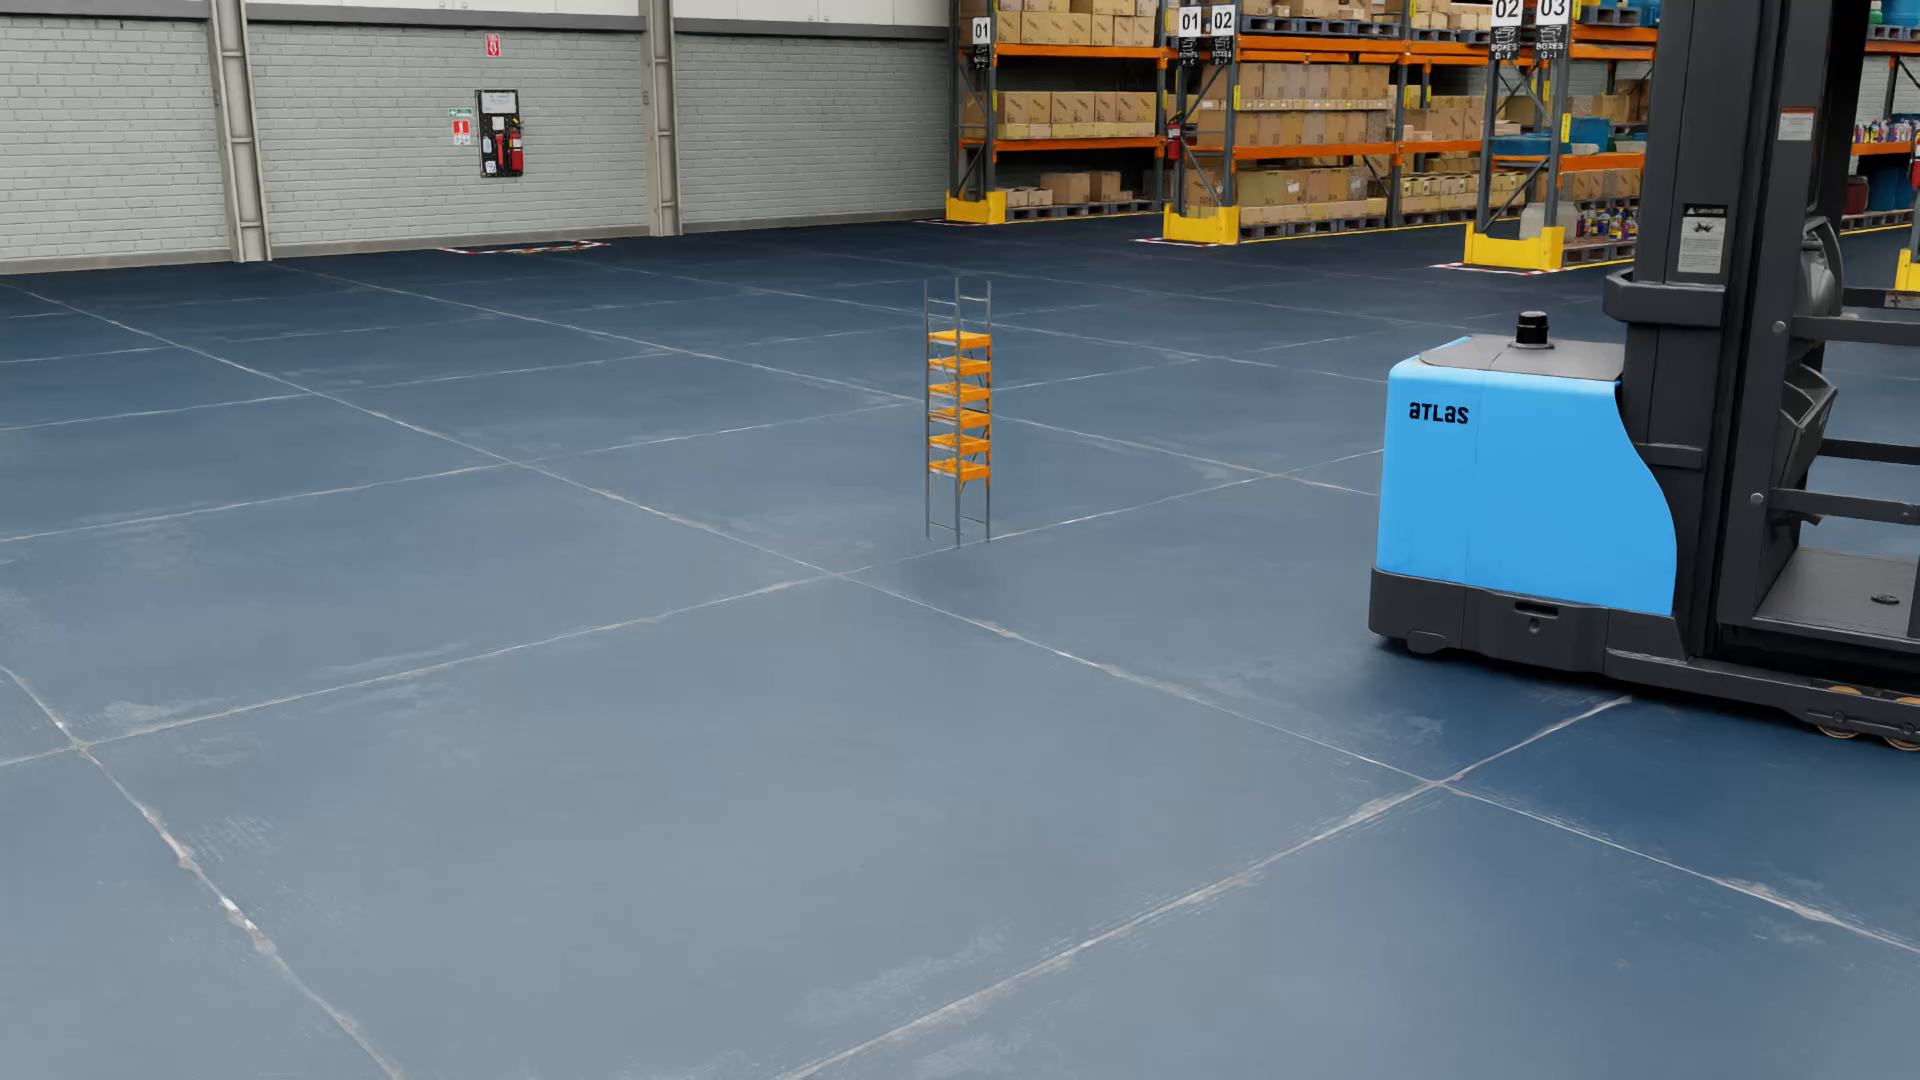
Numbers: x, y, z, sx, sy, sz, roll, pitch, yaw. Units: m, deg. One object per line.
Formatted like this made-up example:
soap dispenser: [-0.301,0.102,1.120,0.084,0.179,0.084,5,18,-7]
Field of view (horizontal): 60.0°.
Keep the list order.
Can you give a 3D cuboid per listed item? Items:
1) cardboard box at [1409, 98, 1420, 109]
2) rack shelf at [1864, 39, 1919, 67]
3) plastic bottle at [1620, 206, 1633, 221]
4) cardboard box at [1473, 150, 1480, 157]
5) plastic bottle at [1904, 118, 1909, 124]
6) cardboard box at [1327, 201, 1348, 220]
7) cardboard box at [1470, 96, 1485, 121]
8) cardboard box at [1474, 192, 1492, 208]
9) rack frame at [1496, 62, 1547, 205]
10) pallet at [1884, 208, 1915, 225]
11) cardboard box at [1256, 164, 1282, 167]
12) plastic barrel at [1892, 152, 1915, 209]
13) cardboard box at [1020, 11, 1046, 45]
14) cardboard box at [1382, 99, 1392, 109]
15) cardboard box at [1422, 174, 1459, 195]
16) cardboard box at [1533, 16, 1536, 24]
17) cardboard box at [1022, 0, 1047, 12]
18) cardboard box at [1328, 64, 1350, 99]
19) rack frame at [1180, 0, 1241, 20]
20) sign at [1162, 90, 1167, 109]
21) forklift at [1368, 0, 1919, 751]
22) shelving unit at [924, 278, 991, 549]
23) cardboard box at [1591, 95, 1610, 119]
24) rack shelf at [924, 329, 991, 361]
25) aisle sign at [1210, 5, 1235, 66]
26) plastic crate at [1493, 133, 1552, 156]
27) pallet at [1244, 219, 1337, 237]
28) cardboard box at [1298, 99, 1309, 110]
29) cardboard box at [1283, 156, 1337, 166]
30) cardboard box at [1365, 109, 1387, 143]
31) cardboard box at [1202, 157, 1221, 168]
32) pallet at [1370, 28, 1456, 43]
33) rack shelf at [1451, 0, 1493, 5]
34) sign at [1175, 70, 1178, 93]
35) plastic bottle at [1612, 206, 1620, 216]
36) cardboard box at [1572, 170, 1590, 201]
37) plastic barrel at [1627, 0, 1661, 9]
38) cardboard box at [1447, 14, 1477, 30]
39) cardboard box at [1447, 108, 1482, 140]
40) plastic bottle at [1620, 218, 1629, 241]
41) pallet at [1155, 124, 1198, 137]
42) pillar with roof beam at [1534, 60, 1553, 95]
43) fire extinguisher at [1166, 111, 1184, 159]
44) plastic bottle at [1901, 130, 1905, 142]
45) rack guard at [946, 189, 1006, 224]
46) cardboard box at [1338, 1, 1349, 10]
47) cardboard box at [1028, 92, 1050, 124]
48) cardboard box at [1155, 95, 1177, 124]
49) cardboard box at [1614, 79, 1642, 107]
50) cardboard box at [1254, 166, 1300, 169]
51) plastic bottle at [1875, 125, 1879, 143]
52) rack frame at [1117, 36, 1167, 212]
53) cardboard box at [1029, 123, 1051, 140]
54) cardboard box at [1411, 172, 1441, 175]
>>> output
cardboard box: [9.068,-8.812,34.119,0.500,0.500,0.500,-13,20,-40]
rack shelf: [14.245,-7.572,25.866,4.000,0.370,1.077,-13,19,-39]
plastic bottle: [8.932,-4.302,22.325,0.185,0.351,0.144,-13,19,-39]
cardboard box: [11.198,-8.518,36.599,0.250,0.149,0.380,-12,19,-39]
plastic bottle: [15.180,-6.594,26.719,0.185,0.351,0.144,-13,19,-39]
cardboard box: [5.512,-5.002,25.177,0.500,0.250,0.500,-13,19,-39]
cardboard box: [10.767,-9.219,35.870,0.700,0.700,0.980,-14,20,-42]
cardboard box: [8.483,-5.662,27.647,0.500,0.250,0.500,-12,19,-38]
rack frame: [9.487,-7.096,28.504,0.127,3.000,1.000,-13,19,-39]
pallet: [15.144,-5.339,27.329,1.213,0.211,1.003,-13,19,-39]
cardboard box: [5.724,-6.933,31.883,0.500,0.500,0.700,-12,19,-39]
plastic barrel: [15.332,-5.909,27.313,0.708,0.901,0.600,-13,19,-39]
cardboard box: [1.043,-8.304,26.981,0.500,0.500,0.500,-11,19,-36]
cardboard box: [6.405,-6.693,25.542,0.250,0.149,0.380,-13,20,-39]
cardboard box: [7.716,-5.757,26.919,0.500,0.311,0.500,-14,20,-41]
cardboard box: [9.794,-8.674,28.406,0.500,0.500,0.910,-13,19,-39]
cardboard box: [1.059,-8.788,26.856,0.500,0.500,0.500,-13,20,-40]
cardboard box: [5.381,-6.847,24.863,0.500,0.500,0.700,-13,20,-39]
rack frame: [3.452,-8.639,22.656,0.127,3.000,1.000,-13,19,-39]
sign: [3.577,-7.696,29.073,0.005,0.325,0.100,-13,19,-39]
forklift: [3.044,-0.905,5.460,3.031,2.935,1.130,10,18,32]
shelving unit: [-0.011,-0.577,7.586,0.189,1.200,0.258,-13,19,-39]
cardboard box: [11.213,-7.714,29.809,0.700,0.500,0.500,10,18,33]
rack shelf: [-0.011,-0.882,7.505,0.180,0.103,0.258,-13,19,-39]
aisle sign: [3.604,-6.926,22.830,0.004,0.787,0.394,-13,19,-39]
plastic crate: [6.882,-4.847,20.373,0.616,0.251,0.499,-13,19,-39]
pallet: [4.922,-4.737,25.076,1.213,0.211,1.003,-13,19,-39]
cardboard box: [4.860,-6.346,24.244,0.250,0.149,0.380,-13,20,-40]
cardboard box: [6.874,-7.323,32.706,0.750,0.750,0.750,-13,20,-40]
cardboard box: [6.139,-6.391,25.669,0.500,0.500,0.700,-13,20,-41]
cardboard box: [4.480,-7.042,30.838,0.500,0.250,0.500,-13,20,-41]
pallet: [7.127,-7.927,26.174,1.217,0.209,0.805,-14,20,-42]
rack shelf: [10.759,-11.434,35.288,4.000,0.370,1.077,-13,19,-39]
sign: [3.107,-6.523,23.655,0.005,0.325,0.100,-13,19,-39]
plastic bottle: [8.837,-4.331,22.431,0.185,0.351,0.144,-12,19,-38]
cardboard box: [10.791,-6.296,29.501,0.500,0.500,0.500,-13,20,-40]
plastic barrel: [8.898,-7.200,21.296,0.708,0.901,0.600,-13,19,-39]
cardboard box: [7.952,-8.310,26.713,0.500,0.250,0.500,14,20,42]
cardboard box: [8.232,-6.857,27.415,0.500,0.500,0.500,-14,20,-42]
plastic bottle: [8.456,-3.958,21.165,0.133,0.283,0.061,-12,19,-38]
pallet: [3.887,-7.391,29.979,1.213,0.211,1.003,-13,19,-39]
pillar with roof beam: [16.563,-12.101,35.617,0.400,9.000,9.100,-13,19,-39]
fire extinguisher: [3.058,-5.774,23.704,0.183,0.674,0.296,-13,19,-39]
plastic bottle: [14.842,-6.388,26.238,0.097,0.201,0.097,0,15,0]
rack guard: [0.255,-5.510,27.409,0.348,0.500,1.175,-13,19,-39]
cardboard box: [5.510,-7.970,25.050,0.500,0.311,0.500,-14,20,-42]
cardboard box: [1.135,-7.108,27.349,0.500,0.500,0.500,-13,19,-39]
cardboard box: [3.622,-7.723,29.804,0.500,0.500,0.700,-13,19,-39]
cardboard box: [12.716,-8.441,31.409,0.500,0.500,0.500,-13,19,-39]
cardboard box: [4.784,-5.383,25.153,0.500,0.500,0.500,-13,19,-39]
plastic bottle: [14.077,-6.250,25.587,0.097,0.271,0.097,0,15,0]
rack frame: [3.215,-7.382,29.575,0.127,3.000,1.000,-13,19,-39]
cardboard box: [1.157,-6.754,27.473,0.500,0.250,0.500,-13,20,-41]
cardboard box: [7.735,-5.946,27.627,0.500,0.311,0.500,-13,20,-40]
